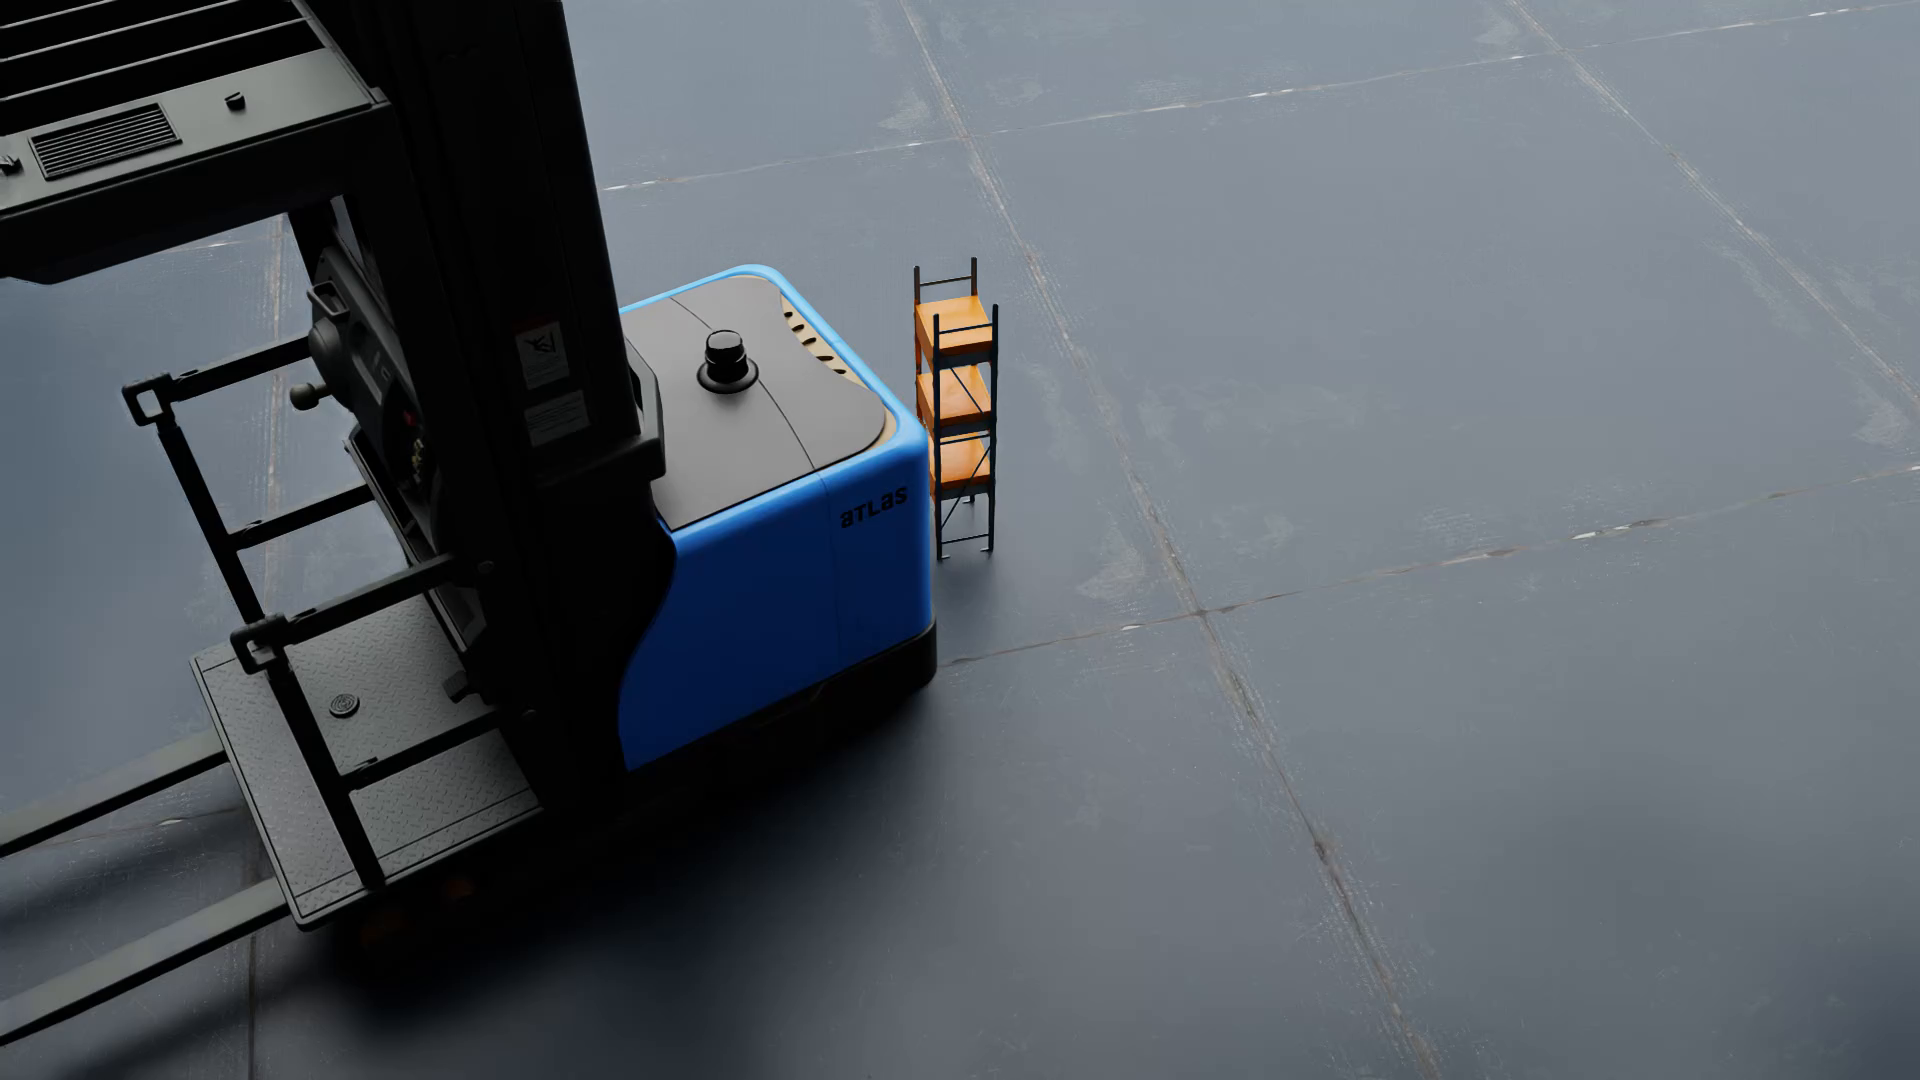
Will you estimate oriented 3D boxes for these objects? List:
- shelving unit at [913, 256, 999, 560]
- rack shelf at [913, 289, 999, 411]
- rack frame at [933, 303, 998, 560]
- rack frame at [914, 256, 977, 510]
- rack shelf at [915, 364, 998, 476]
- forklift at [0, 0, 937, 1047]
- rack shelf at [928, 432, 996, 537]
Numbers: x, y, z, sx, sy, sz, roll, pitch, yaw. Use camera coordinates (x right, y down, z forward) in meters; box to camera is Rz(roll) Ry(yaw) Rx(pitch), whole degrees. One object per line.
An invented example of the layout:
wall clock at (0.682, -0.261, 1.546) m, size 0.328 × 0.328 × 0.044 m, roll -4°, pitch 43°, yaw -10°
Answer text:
shelving unit at (-0.014, -0.404, 5.411) m, size 0.215 × 1.050 × 0.252 m, roll -11°, pitch 47°, yaw -10°
rack shelf at (-0.014, -0.596, 5.216) m, size 0.215 × 0.259 × 0.240 m, roll -11°, pitch 47°, yaw -10°
rack frame at (0.018, -0.320, 5.329) m, size 0.200 × 1.050 × 0.008 m, roll -11°, pitch 47°, yaw -10°
rack frame at (-0.045, -0.489, 5.494) m, size 0.200 × 1.050 × 0.008 m, roll -11°, pitch 47°, yaw -10°
rack shelf at (-0.014, -0.397, 5.419) m, size 0.215 × 0.259 × 0.240 m, roll -11°, pitch 47°, yaw -10°
forklift at (-1.591, -0.288, 3.980) m, size 3.031 × 2.935 × 1.130 m, roll -24°, pitch 50°, yaw -22°
rack shelf at (-0.014, -0.202, 5.617) m, size 0.215 × 0.259 × 0.240 m, roll -11°, pitch 47°, yaw -10°
